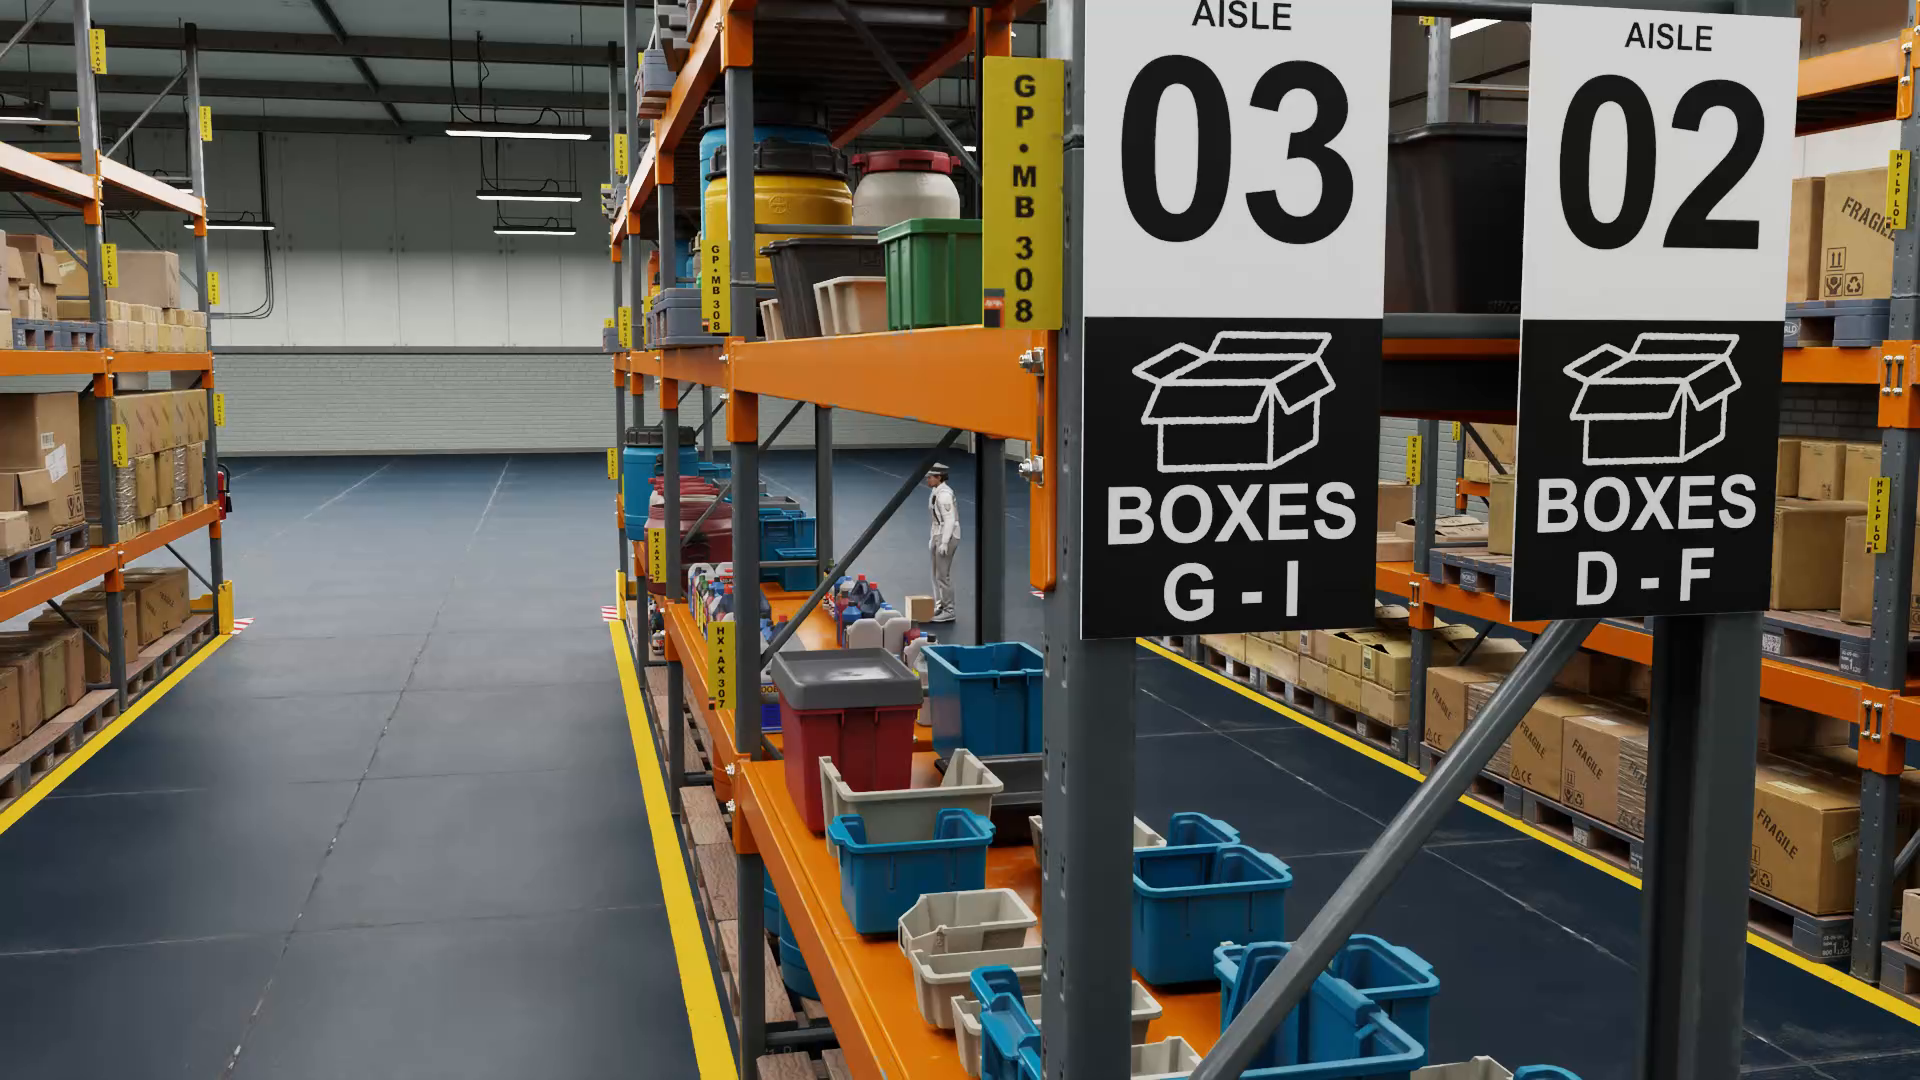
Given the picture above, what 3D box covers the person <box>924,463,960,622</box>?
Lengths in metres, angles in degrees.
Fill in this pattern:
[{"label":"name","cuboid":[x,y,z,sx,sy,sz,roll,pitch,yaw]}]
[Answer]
[{"label":"person","cuboid":[-0.196,0.019,17.504,0.378,1.663,0.533,-2,6,-14]}]
